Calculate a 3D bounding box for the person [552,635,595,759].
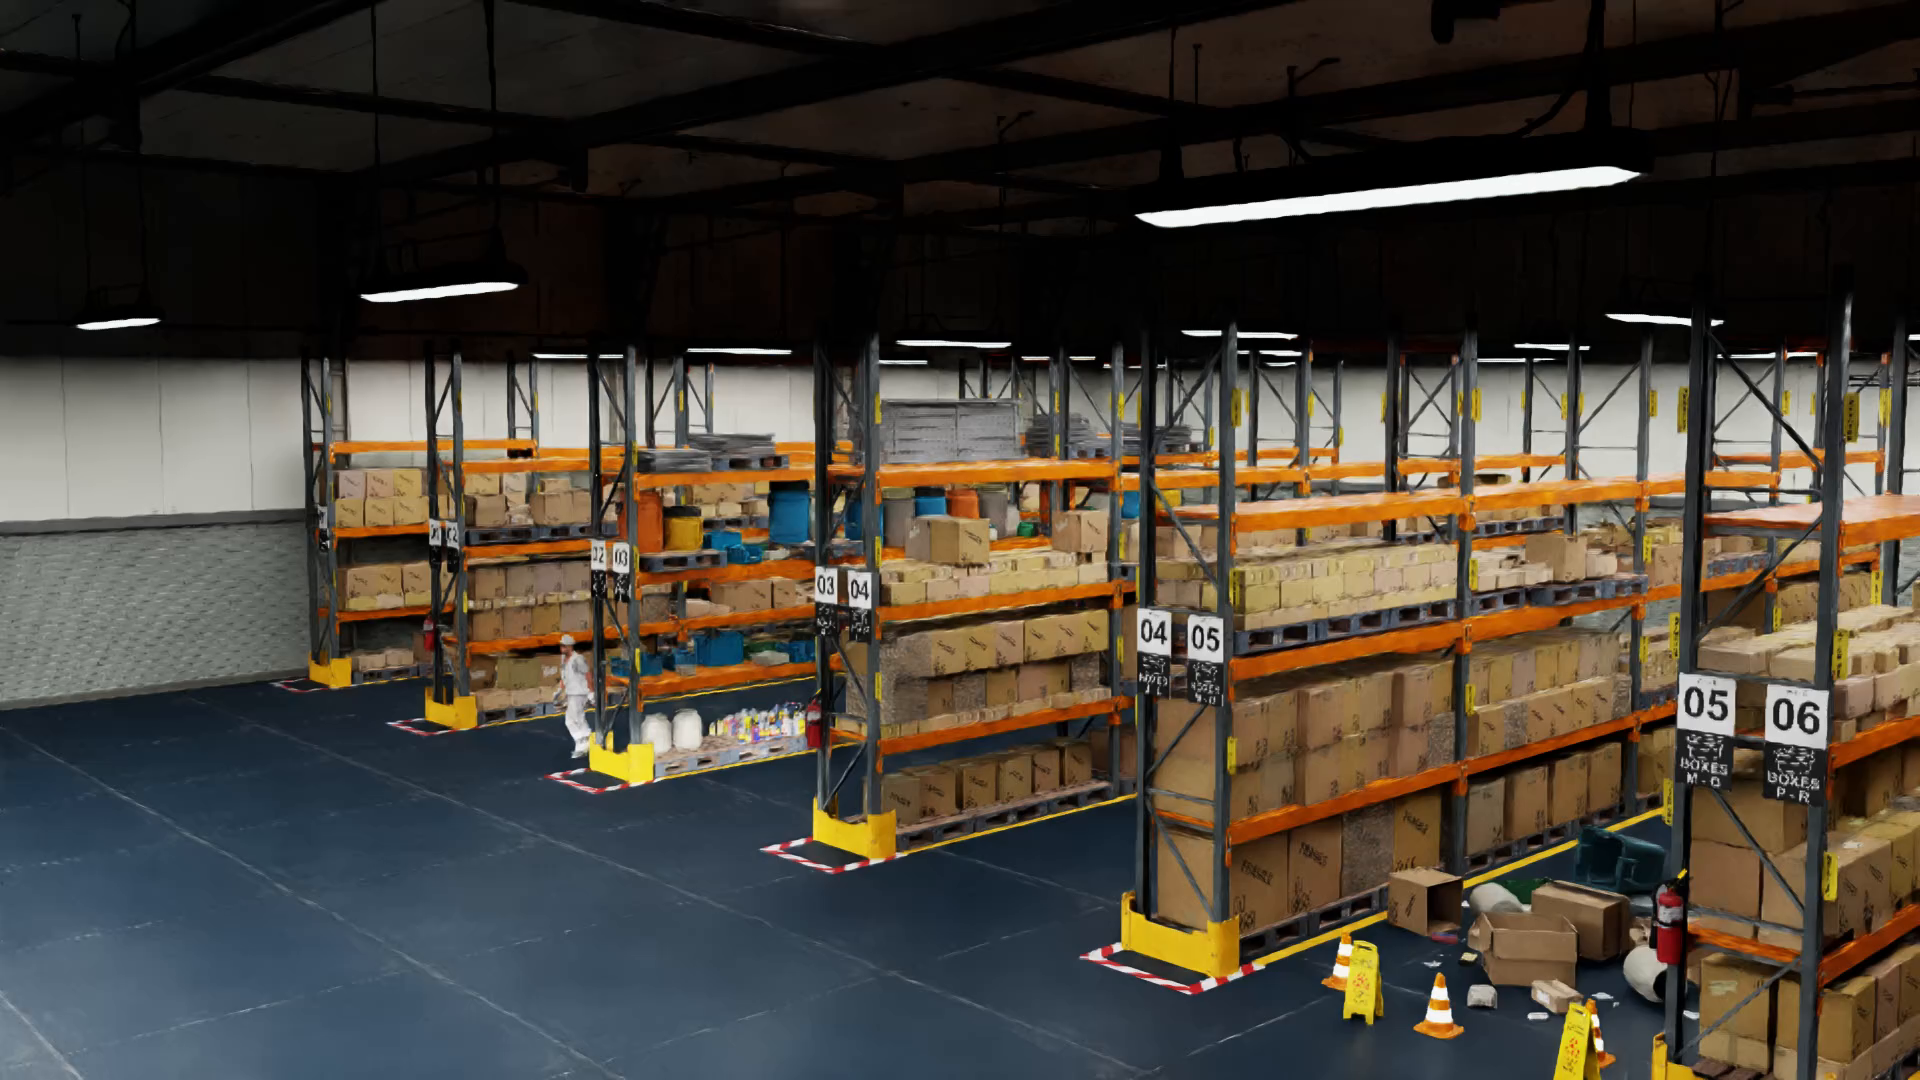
[{"bbox_3d":[-5.452,2.211,23.730,0.605,1.747,0.620,-4,7,-41],"label":"person"}]
